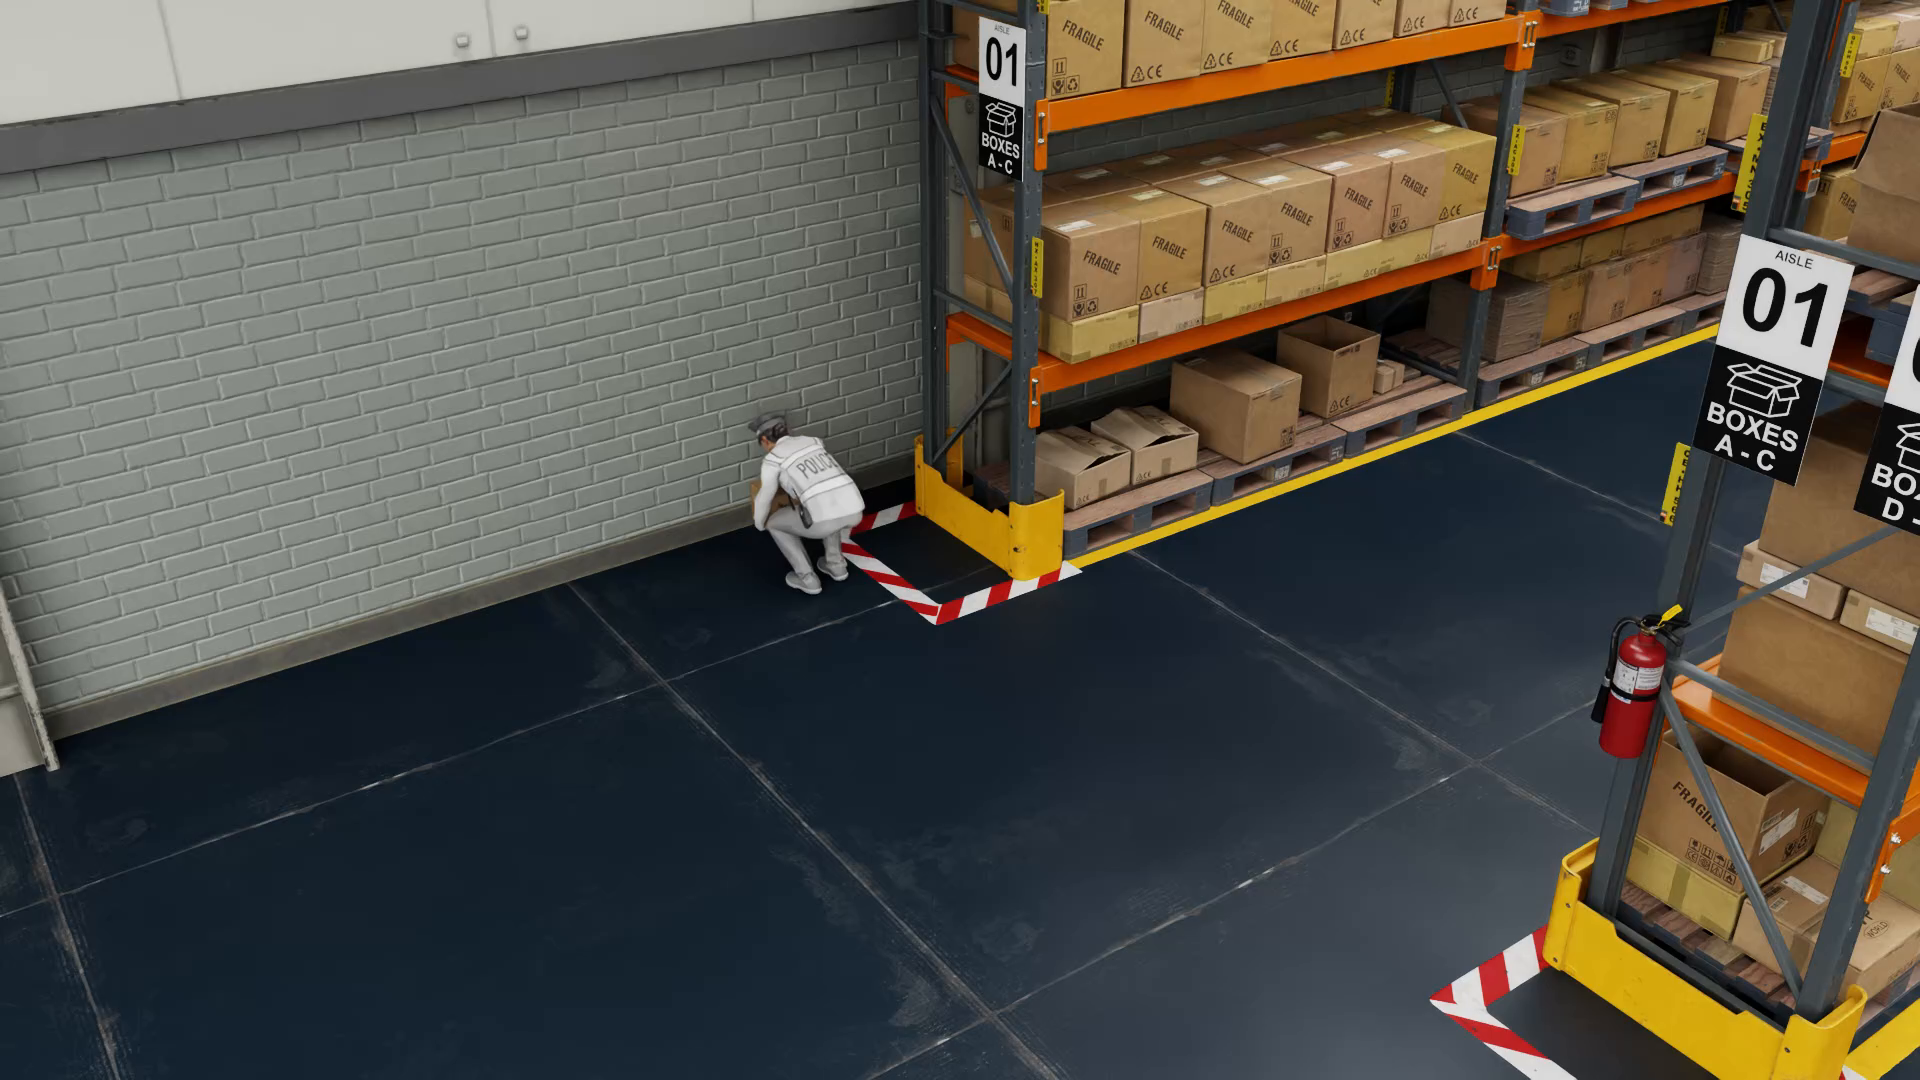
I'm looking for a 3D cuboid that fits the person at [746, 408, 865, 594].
[{"bbox_3d":[-0.918,-0.238,9.775,0.454,0.982,0.883,-20,35,-32],"label":"person"}]
